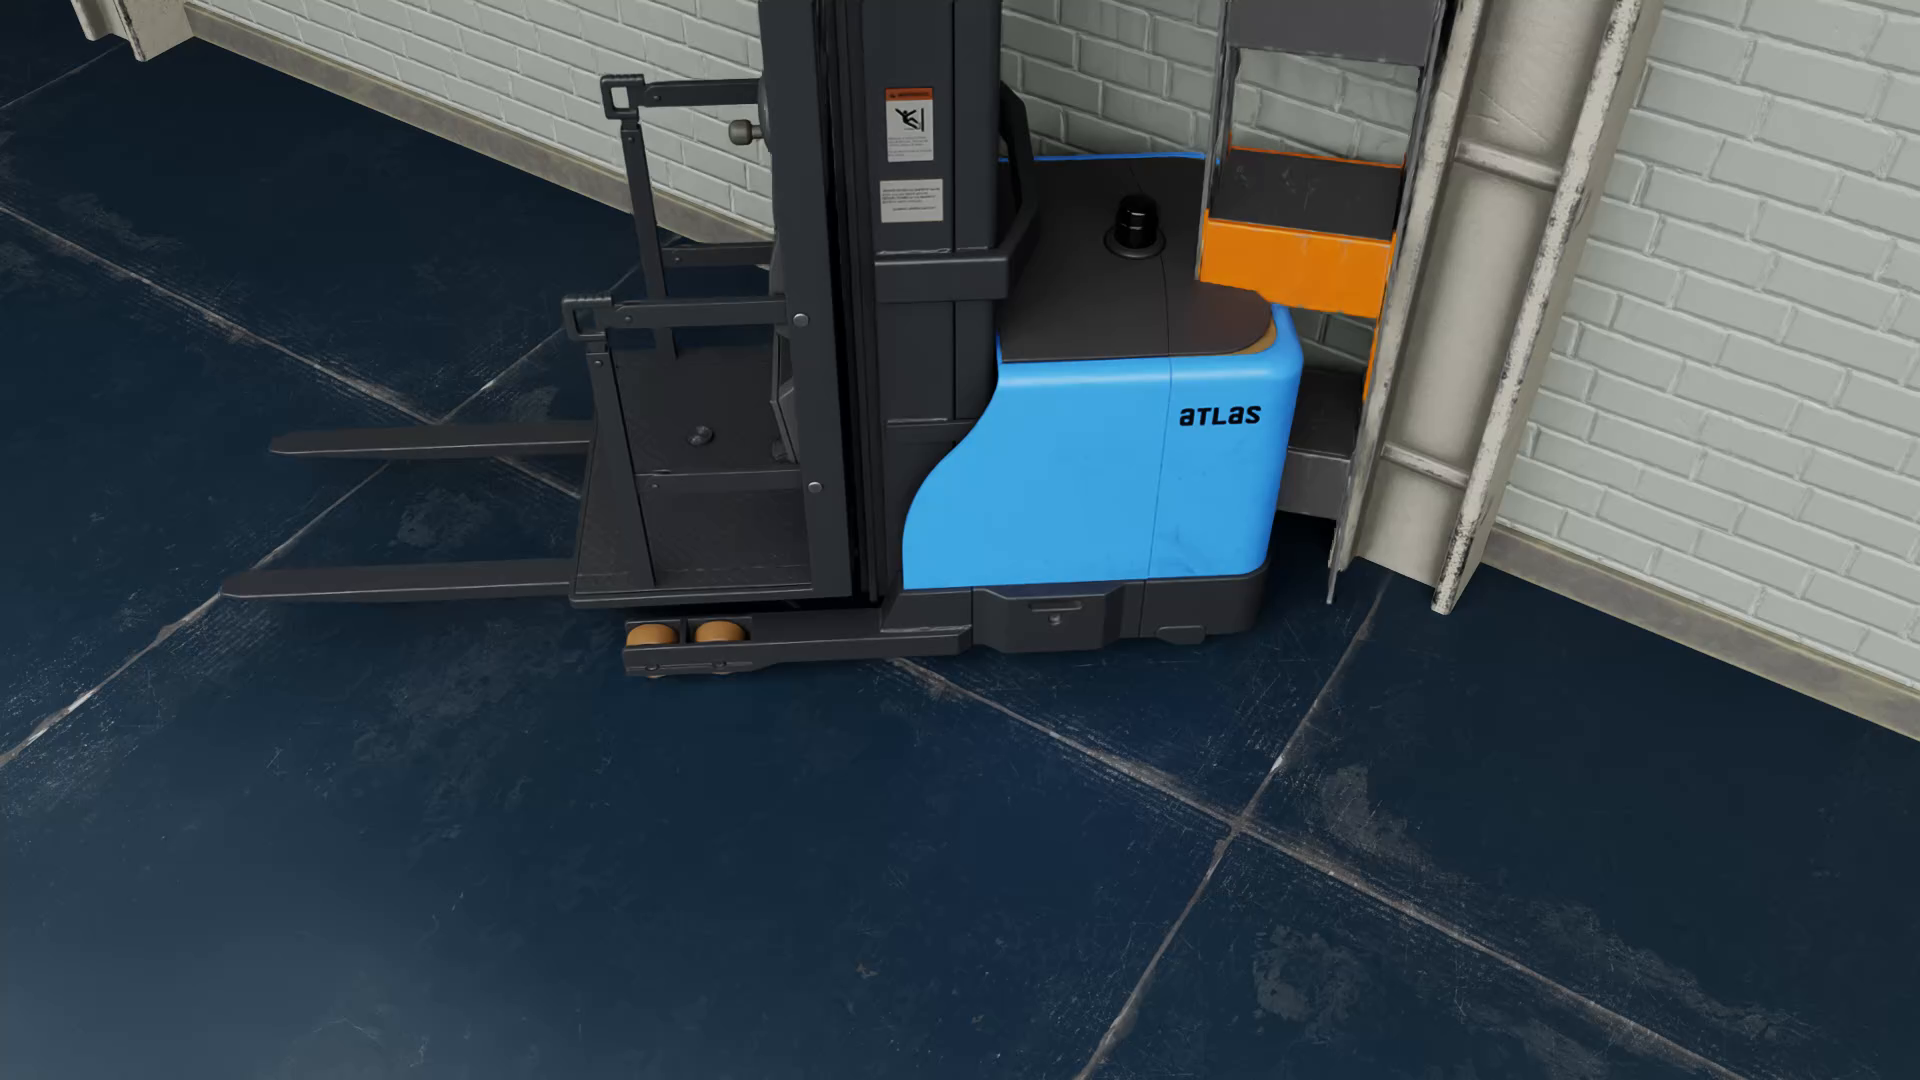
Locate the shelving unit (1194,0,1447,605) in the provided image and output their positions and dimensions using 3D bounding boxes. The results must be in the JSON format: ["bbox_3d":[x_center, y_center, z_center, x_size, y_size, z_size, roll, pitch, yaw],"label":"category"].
[{"bbox_3d":[0.911,-0.752,4.488,0.503,2.100,0.431,10,44,12],"label":"shelving unit"}]

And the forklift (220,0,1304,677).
[{"bbox_3d":[-0.641,-1.012,4.190,3.031,2.935,1.130,-2,46,-2],"label":"forklift"}]

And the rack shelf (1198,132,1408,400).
[{"bbox_3d":[0.912,-0.742,4.497,0.480,0.518,0.431,10,44,12],"label":"rack shelf"}]

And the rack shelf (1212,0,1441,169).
[{"bbox_3d":[0.901,-1.258,4.024,0.480,0.518,0.431,10,44,12],"label":"rack shelf"}]

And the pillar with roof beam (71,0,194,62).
[{"bbox_3d":[-5.984,-2.800,1.696,0.400,9.000,9.100,25,51,22],"label":"pillar with roof beam"}]

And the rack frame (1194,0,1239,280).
[{"bbox_3d":[0.676,-0.793,4.537,0.015,2.100,0.400,10,44,12],"label":"rack frame"}]

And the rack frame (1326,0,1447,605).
[{"bbox_3d":[1.147,-0.711,4.438,0.015,2.100,0.400,10,44,12],"label":"rack frame"}]

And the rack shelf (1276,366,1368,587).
[{"bbox_3d":[0.922,-0.226,4.969,0.480,0.518,0.431,10,44,12],"label":"rack shelf"}]
